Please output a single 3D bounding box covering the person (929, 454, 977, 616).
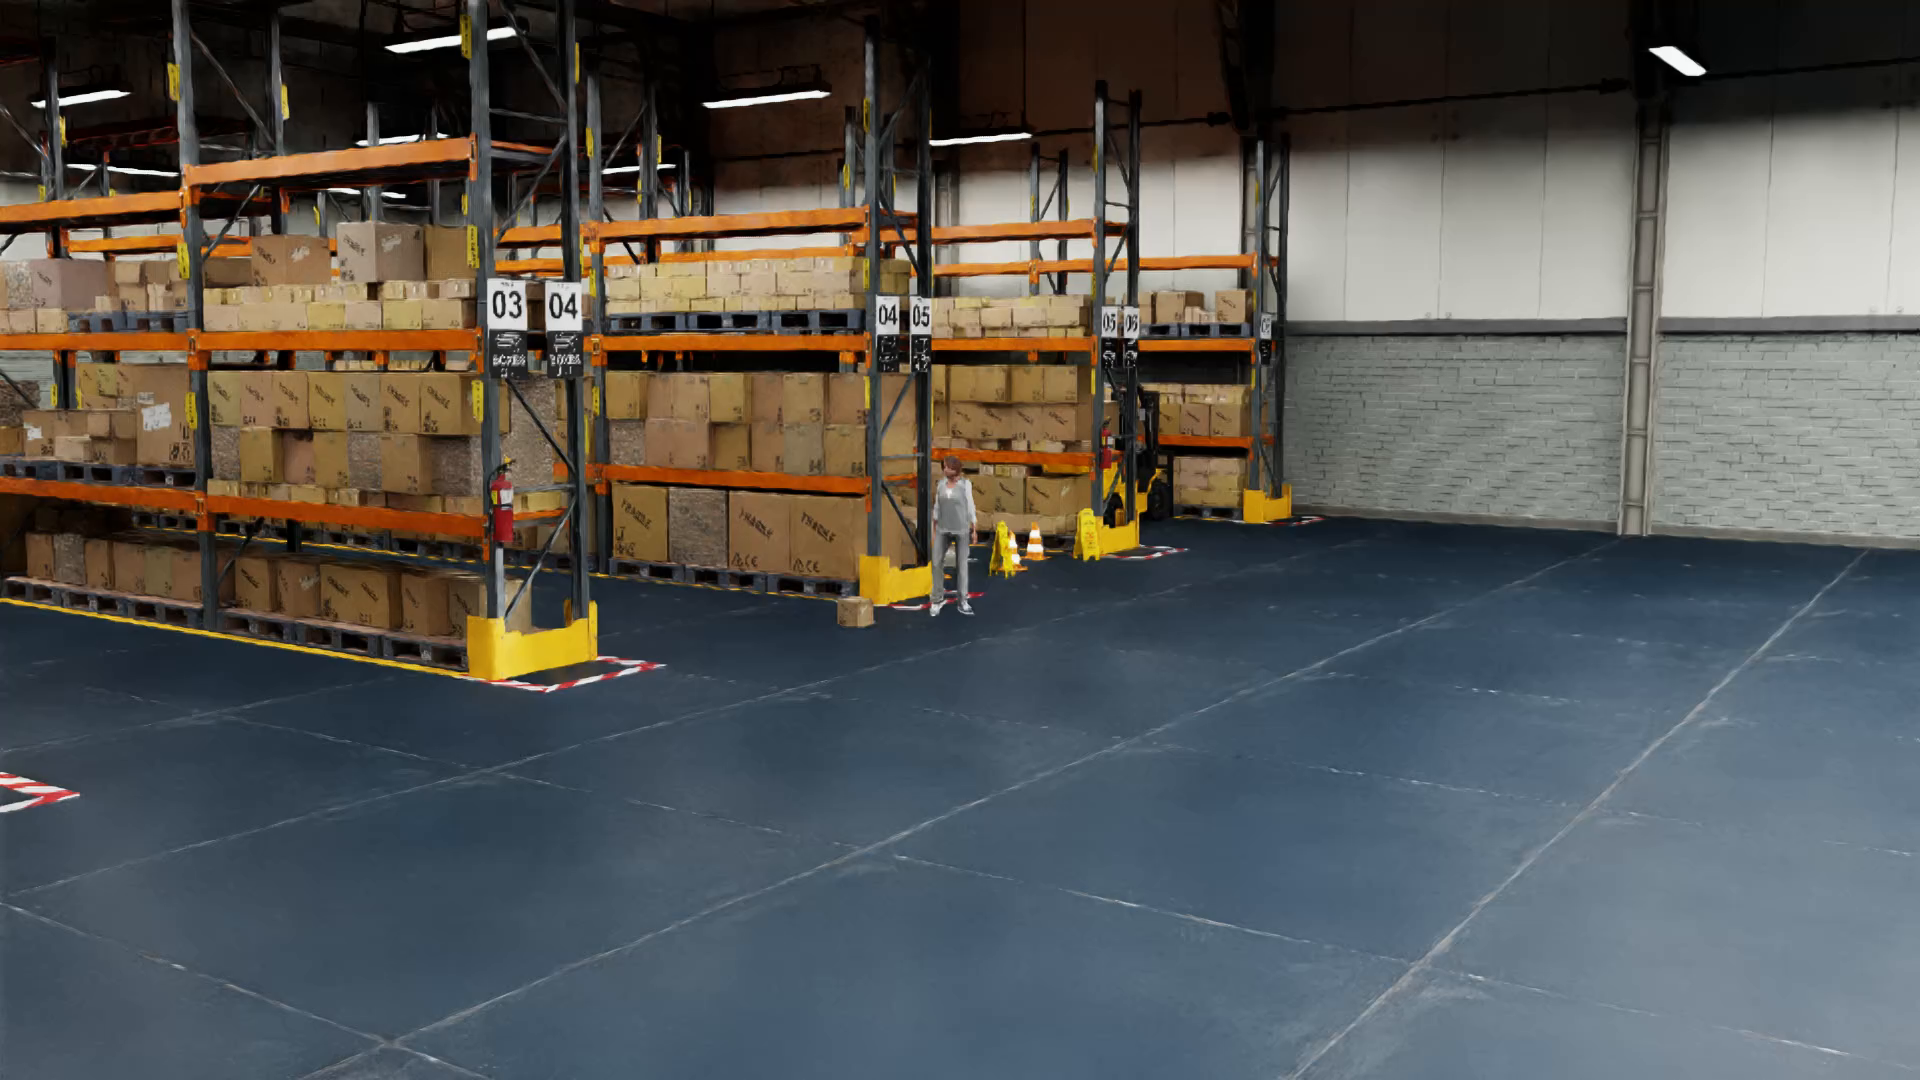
[{"bbox_3d":[-0.060,-0.048,16.615,0.492,1.627,0.318,2,7,17],"label":"person"}]
